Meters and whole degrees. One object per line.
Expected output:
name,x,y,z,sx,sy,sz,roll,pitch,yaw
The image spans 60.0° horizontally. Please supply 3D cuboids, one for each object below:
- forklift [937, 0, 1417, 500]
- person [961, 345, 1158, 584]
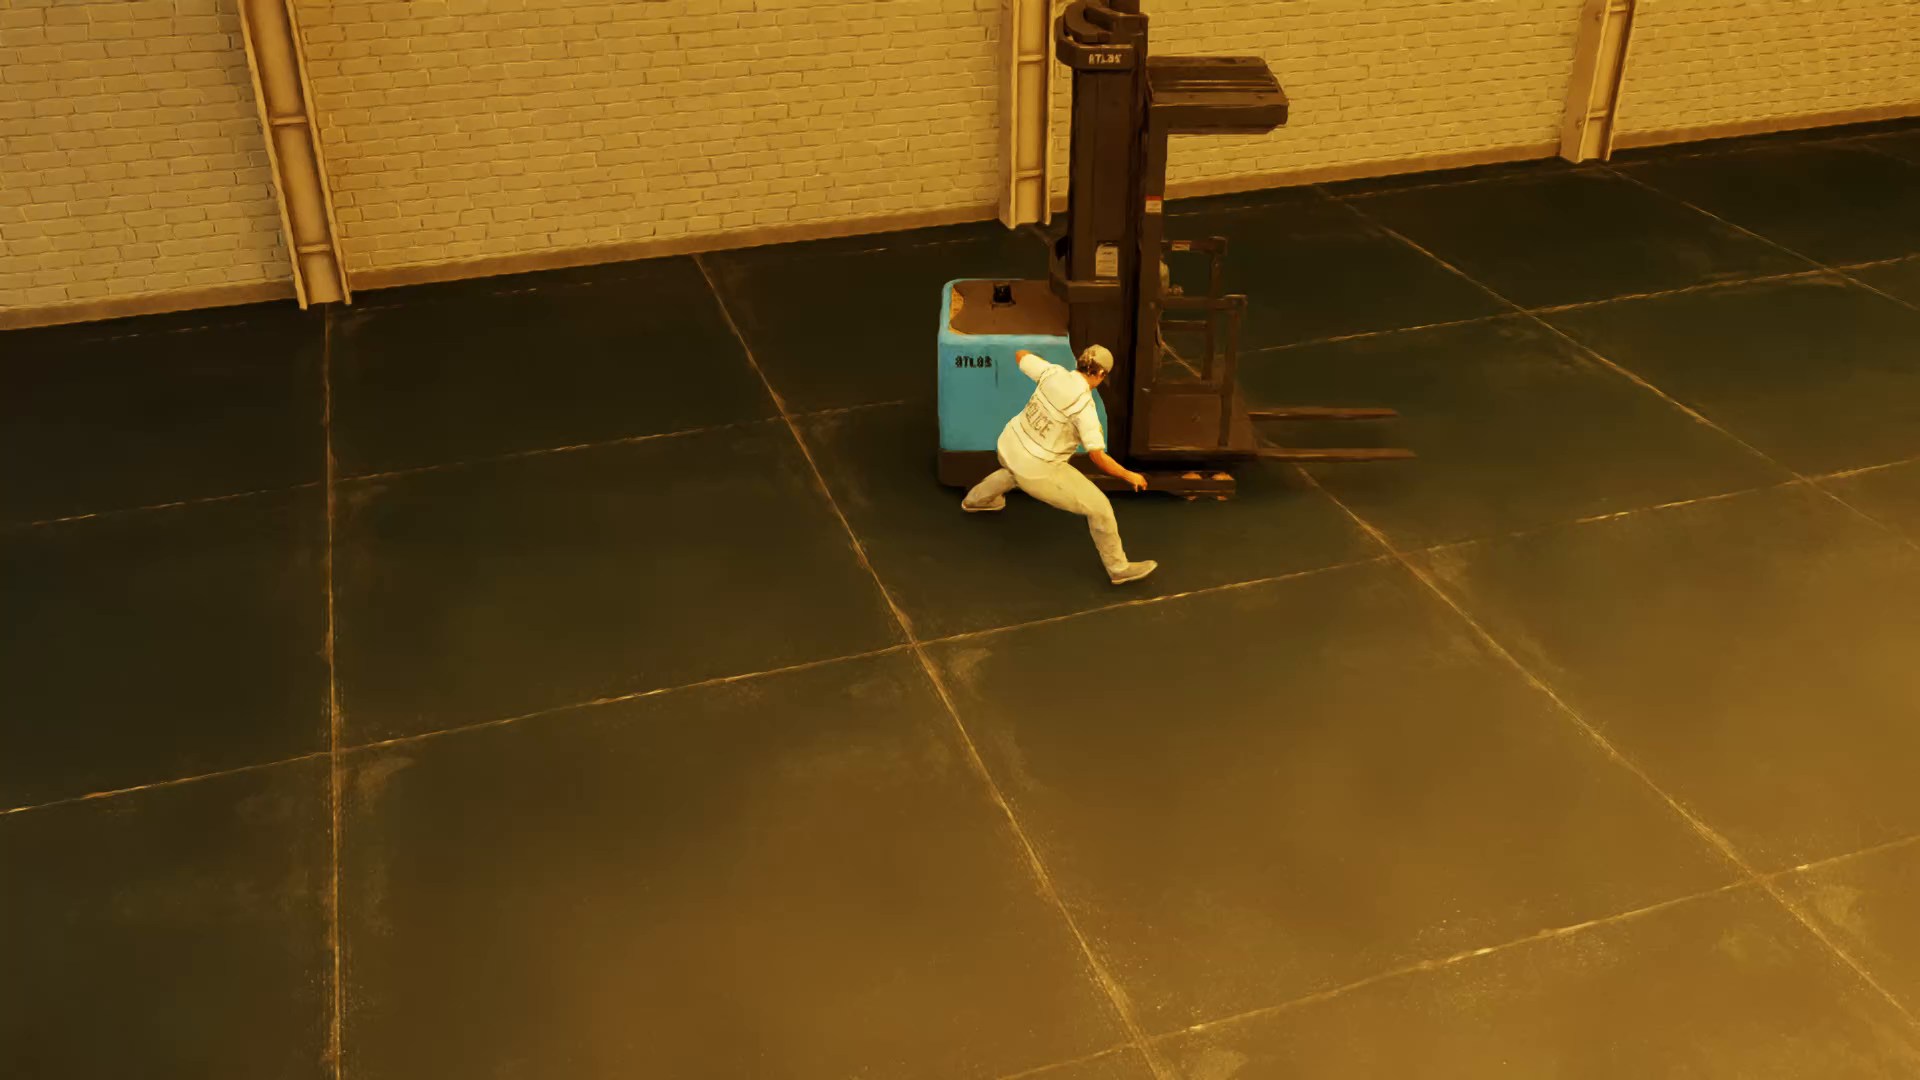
forklift,1.379,-1.791,10.199,3.031,2.935,1.130,1,30,1
person,0.565,-0.522,9.610,0.741,1.352,1.270,-11,32,-19
